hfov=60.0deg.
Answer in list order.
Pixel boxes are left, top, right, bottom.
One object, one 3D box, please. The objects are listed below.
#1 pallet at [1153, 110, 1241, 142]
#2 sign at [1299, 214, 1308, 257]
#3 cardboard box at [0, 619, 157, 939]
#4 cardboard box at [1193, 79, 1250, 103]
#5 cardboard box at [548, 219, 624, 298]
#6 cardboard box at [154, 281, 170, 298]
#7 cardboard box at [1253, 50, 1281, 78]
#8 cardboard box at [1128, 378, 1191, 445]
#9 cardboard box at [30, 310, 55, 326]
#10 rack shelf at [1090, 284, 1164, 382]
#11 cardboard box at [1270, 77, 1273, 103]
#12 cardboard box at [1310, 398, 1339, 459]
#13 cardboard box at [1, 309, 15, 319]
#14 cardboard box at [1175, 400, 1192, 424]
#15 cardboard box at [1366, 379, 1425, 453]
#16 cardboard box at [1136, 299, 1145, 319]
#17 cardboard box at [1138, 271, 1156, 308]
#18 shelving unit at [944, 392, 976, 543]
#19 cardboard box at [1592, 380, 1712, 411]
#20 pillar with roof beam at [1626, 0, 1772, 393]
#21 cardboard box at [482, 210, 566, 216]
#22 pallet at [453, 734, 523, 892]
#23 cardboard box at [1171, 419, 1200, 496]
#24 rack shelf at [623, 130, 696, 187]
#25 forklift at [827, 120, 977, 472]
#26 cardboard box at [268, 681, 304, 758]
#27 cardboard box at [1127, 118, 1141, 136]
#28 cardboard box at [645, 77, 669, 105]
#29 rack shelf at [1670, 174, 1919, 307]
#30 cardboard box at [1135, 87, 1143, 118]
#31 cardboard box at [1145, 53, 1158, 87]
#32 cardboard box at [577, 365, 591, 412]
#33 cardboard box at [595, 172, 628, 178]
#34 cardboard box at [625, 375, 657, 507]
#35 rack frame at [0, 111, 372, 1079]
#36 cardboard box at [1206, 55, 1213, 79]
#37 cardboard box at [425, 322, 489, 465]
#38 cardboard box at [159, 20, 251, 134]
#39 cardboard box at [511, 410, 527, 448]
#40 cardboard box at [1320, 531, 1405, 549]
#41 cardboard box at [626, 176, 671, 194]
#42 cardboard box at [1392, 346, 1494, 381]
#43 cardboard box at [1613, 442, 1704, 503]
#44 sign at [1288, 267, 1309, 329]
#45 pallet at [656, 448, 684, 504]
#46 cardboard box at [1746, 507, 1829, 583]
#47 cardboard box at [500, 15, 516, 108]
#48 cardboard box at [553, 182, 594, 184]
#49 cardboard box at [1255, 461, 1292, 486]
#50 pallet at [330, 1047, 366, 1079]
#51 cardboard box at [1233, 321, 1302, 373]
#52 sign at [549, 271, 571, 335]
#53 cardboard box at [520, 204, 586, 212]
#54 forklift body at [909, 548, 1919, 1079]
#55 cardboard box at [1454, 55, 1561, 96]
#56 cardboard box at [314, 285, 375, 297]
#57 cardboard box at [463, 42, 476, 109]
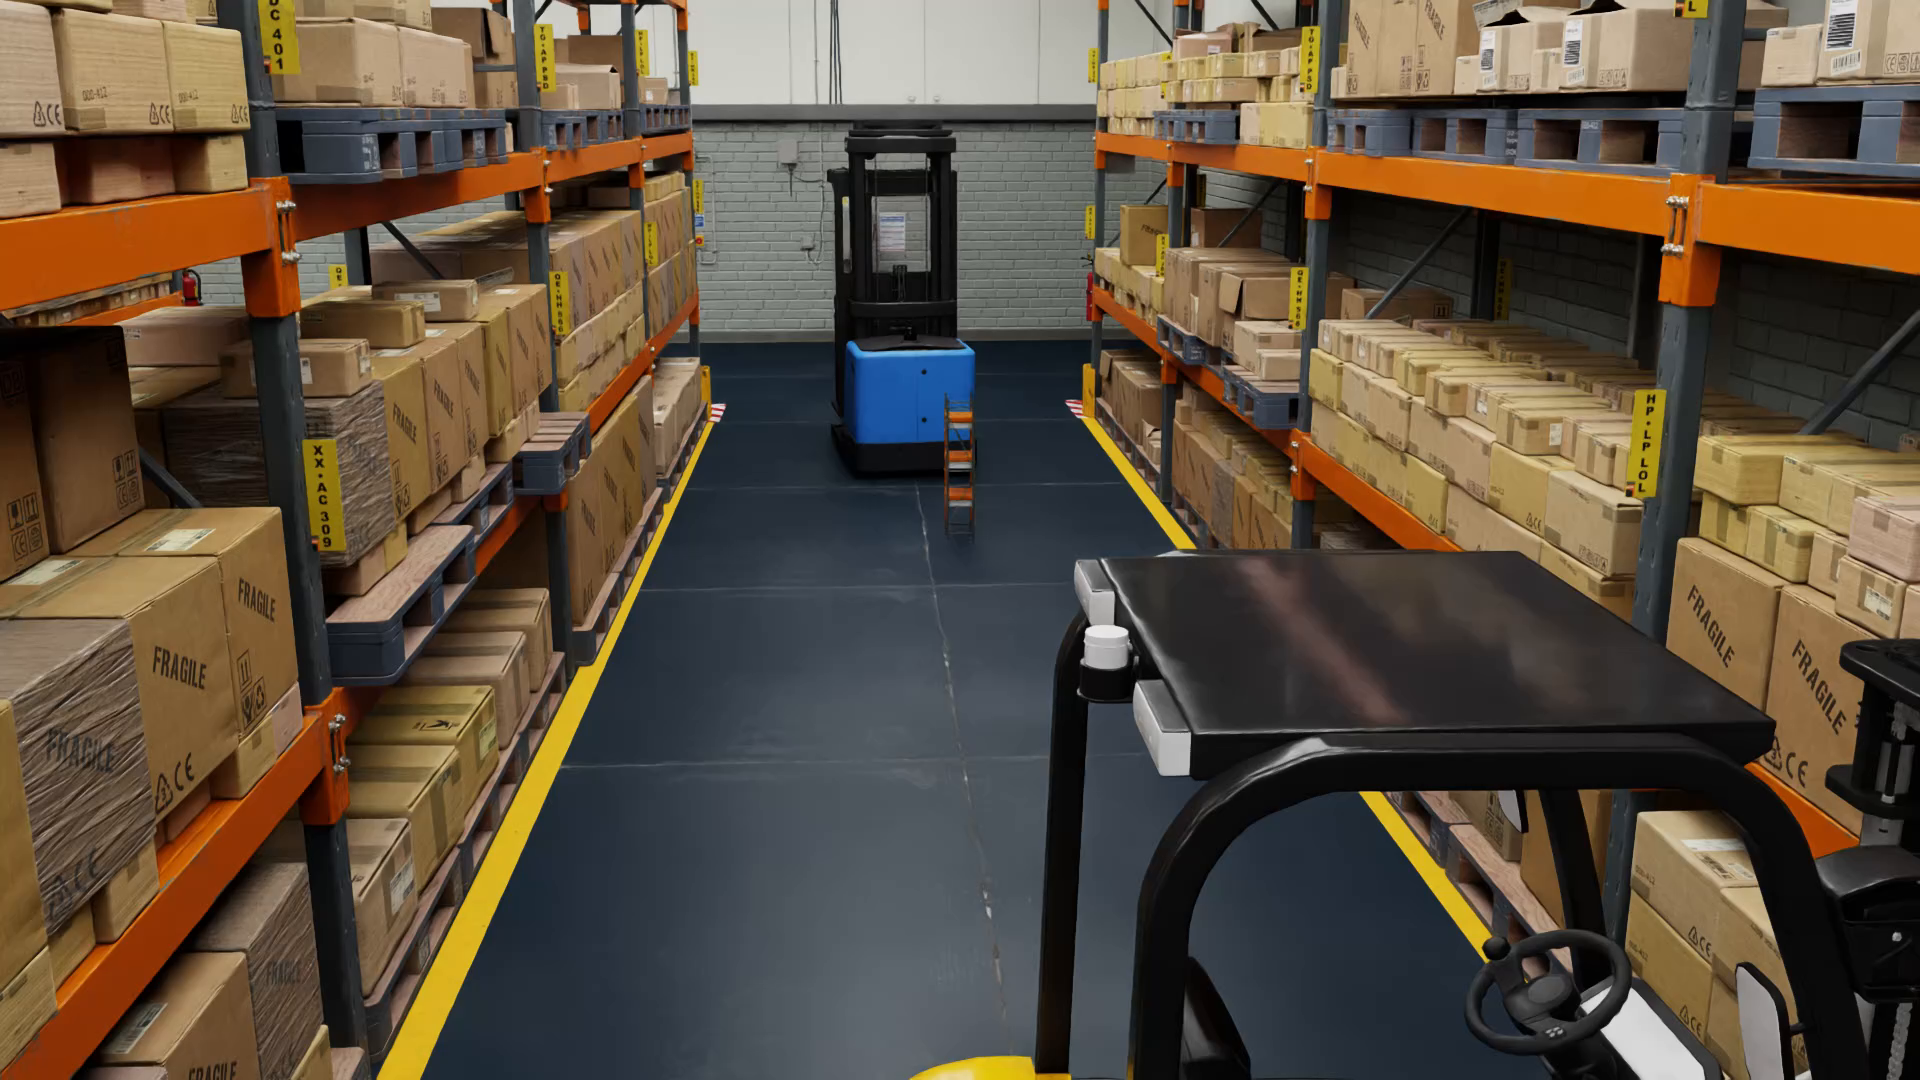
[{"bbox_3d":[2.062,-2.963,11.881,1.213,0.211,1.003,-1,14,-3],"label":"pallet"},{"bbox_3d":[2.646,-2.335,12.758,0.100,0.325,0.005,-1,14,-3],"label":"sign"},{"bbox_3d":[-2.015,0.473,3.369,0.500,0.500,0.500,0,14,-2],"label":"cardboard box"},{"bbox_3d":[1.779,-3.013,11.158,0.380,0.149,0.250,-1,14,-4],"label":"cardboard box"},{"bbox_3d":[-2.532,-1.858,11.019,0.500,0.500,0.500,0,14,-2],"label":"cardboard box"},{"bbox_3d":[-7.742,-2.382,15.769,0.380,0.149,0.250,-1,14,-3],"label":"cardboard box"},{"bbox_3d":[1.961,-2.828,9.882,0.380,0.149,0.250,-1,14,-5],"label":"cardboard box"},{"bbox_3d":[1.866,-1.127,14.562,0.700,0.500,0.500,-1,14,-6],"label":"cardboard box"},{"bbox_3d":[-7.607,-1.800,13.505,0.380,0.149,0.250,-1,14,-2],"label":"cardboard box"},{"bbox_3d":[1.968,-1.914,14.888,1.077,0.370,4.000,-1,14,-3],"label":"rack shelf"},{"bbox_3d":[2.066,-2.682,9.911,0.380,0.149,0.250,-1,14,-3],"label":"cardboard box"},{"bbox_3d":[2.123,-0.583,8.574,0.500,0.250,0.500,-1,14,-3],"label":"cardboard box"},{"bbox_3d":[-7.575,-1.905,12.614,0.500,0.500,0.500,-1,14,-4],"label":"cardboard box"},{"bbox_3d":[1.849,-0.978,12.681,0.380,0.149,0.250,0,14,-1],"label":"cardboard box"},{"bbox_3d":[2.168,-0.570,7.521,0.500,0.250,0.500,-1,14,-5],"label":"cardboard box"},{"bbox_3d":[1.709,-1.976,14.190,0.380,0.149,0.250,-1,14,-4],"label":"cardboard box"},{"bbox_3d":[1.771,-2.083,13.808,0.500,0.250,0.500,-1,14,-3],"label":"cardboard box"},{"bbox_3d":[-0.003,-0.522,11.947,0.215,1.050,0.252,-1,14,-3],"label":"shelving unit"},{"bbox_3d":[2.754,-0.546,6.628,0.380,0.149,0.250,-1,14,-4],"label":"cardboard box"},{"bbox_3d":[-0.976,-3.299,6.787,9.100,9.000,0.400,-1,14,-3],"label":"pillar with roof beam"},{"bbox_3d":[-3.122,-2.106,11.984,0.500,0.500,0.500,-1,14,-3],"label":"cardboard box"},{"bbox_3d":[-2.495,1.155,7.113,1.003,0.211,1.213,-1,14,-3],"label":"pallet"},{"bbox_3d":[1.897,-0.634,12.644,0.500,0.500,0.500,0,14,-1],"label":"cardboard box"},{"bbox_3d":[-2.986,-3.289,14.213,1.077,0.370,4.000,-1,14,-3],"label":"rack shelf"},{"bbox_3d":[-0.610,-2.311,15.127,1.130,2.935,3.031,-2,15,-9],"label":"forklift"},{"bbox_3d":[-2.042,0.499,4.570,0.380,0.149,0.250,-1,14,-4],"label":"cardboard box"},{"bbox_3d":[1.650,-3.563,14.339,0.380,0.149,0.250,-1,14,-2],"label":"cardboard box"},{"bbox_3d":[-2.992,-4.203,15.581,0.500,0.250,0.500,-2,15,-9],"label":"cardboard box"},{"bbox_3d":[2.712,-0.382,2.915,1.077,0.370,4.000,-1,14,-3],"label":"rack shelf"},{"bbox_3d":[1.749,-3.662,13.922,0.500,0.250,0.500,-1,14,-2],"label":"cardboard box"},{"bbox_3d":[1.780,-3.779,13.374,0.500,0.250,0.500,-1,14,-4],"label":"cardboard box"},{"bbox_3d":[-2.443,-0.873,9.700,0.500,0.250,0.500,-1,14,-5],"label":"cardboard box"},{"bbox_3d":[-3.277,-3.372,15.604,0.380,0.149,0.250,-1,14,-2],"label":"cardboard box"},{"bbox_3d":[-2.744,-0.709,12.182,0.875,0.875,0.875,0,14,-2],"label":"cardboard box"},{"bbox_3d":[-2.366,0.302,4.831,1.000,3.000,0.127,-1,14,-3],"label":"rack frame"},{"bbox_3d":[1.821,-3.091,10.865,0.380,0.149,0.250,-1,14,-3],"label":"cardboard box"},{"bbox_3d":[-2.200,-0.590,6.659,0.500,0.500,0.500,-1,15,-6],"label":"cardboard box"},{"bbox_3d":[-2.070,-1.116,4.027,0.500,0.250,0.500,-1,14,-4],"label":"cardboard box"},{"bbox_3d":[-2.202,-0.506,7.634,0.380,0.149,0.250,-2,15,-6],"label":"cardboard box"},{"bbox_3d":[2.365,0.332,8.639,0.875,0.625,0.625,0,14,-2],"label":"cardboard box"},{"bbox_3d":[-2.754,-3.126,14.648,0.380,0.149,0.250,-1,14,-2],"label":"cardboard box"},{"bbox_3d":[2.199,-0.792,7.582,0.380,0.149,0.250,-1,14,-3],"label":"cardboard box"},{"bbox_3d":[2.345,-0.219,5.356,0.380,0.149,0.250,0,14,-2],"label":"cardboard box"},{"bbox_3d":[1.799,-1.282,8.823,0.100,0.325,0.005,-1,14,-3],"label":"sign"},{"bbox_3d":[-2.831,-0.527,13.651,1.003,0.211,1.213,-1,14,-3],"label":"pallet"},{"bbox_3d":[2.363,0.010,4.465,0.380,0.149,0.250,-1,14,-2],"label":"cardboard box"},{"bbox_3d":[-2.865,-2.640,9.205,0.700,0.500,0.500,-2,15,-6],"label":"cardboard box"},{"bbox_3d":[-3.146,-2.798,13.371,0.380,0.149,0.250,-1,14,-4],"label":"cardboard box"},{"bbox_3d":[2.065,-0.396,10.417,0.380,0.149,0.250,0,14,-2],"label":"cardboard box"},{"bbox_3d":[-2.289,1.819,4.532,1.003,0.211,1.213,-1,14,-3],"label":"pallet"},{"bbox_3d":[1.951,-1.158,9.966,0.500,0.250,0.500,-2,15,-6],"label":"cardboard box"},{"bbox_3d":[-2.073,-1.226,8.605,0.100,0.325,0.005,-1,14,-3],"label":"sign"},{"bbox_3d":[-3.167,-2.333,12.867,0.500,0.500,0.500,-1,14,-4],"label":"cardboard box"},{"bbox_3d":[0.897,1.187,3.096,2.313,2.155,1.214,-1,14,-3],"label":"forklift body"},{"bbox_3d":[2.169,-1.819,6.516,0.380,0.149,0.250,-1,14,-4],"label":"cardboard box"},{"bbox_3d":[-2.817,-0.973,8.147,0.500,0.500,0.500,-1,14,-5],"label":"cardboard box"},{"bbox_3d":[-2.565,-1.958,7.395,0.700,0.500,0.500,-1,14,-3],"label":"cardboard box"}]
